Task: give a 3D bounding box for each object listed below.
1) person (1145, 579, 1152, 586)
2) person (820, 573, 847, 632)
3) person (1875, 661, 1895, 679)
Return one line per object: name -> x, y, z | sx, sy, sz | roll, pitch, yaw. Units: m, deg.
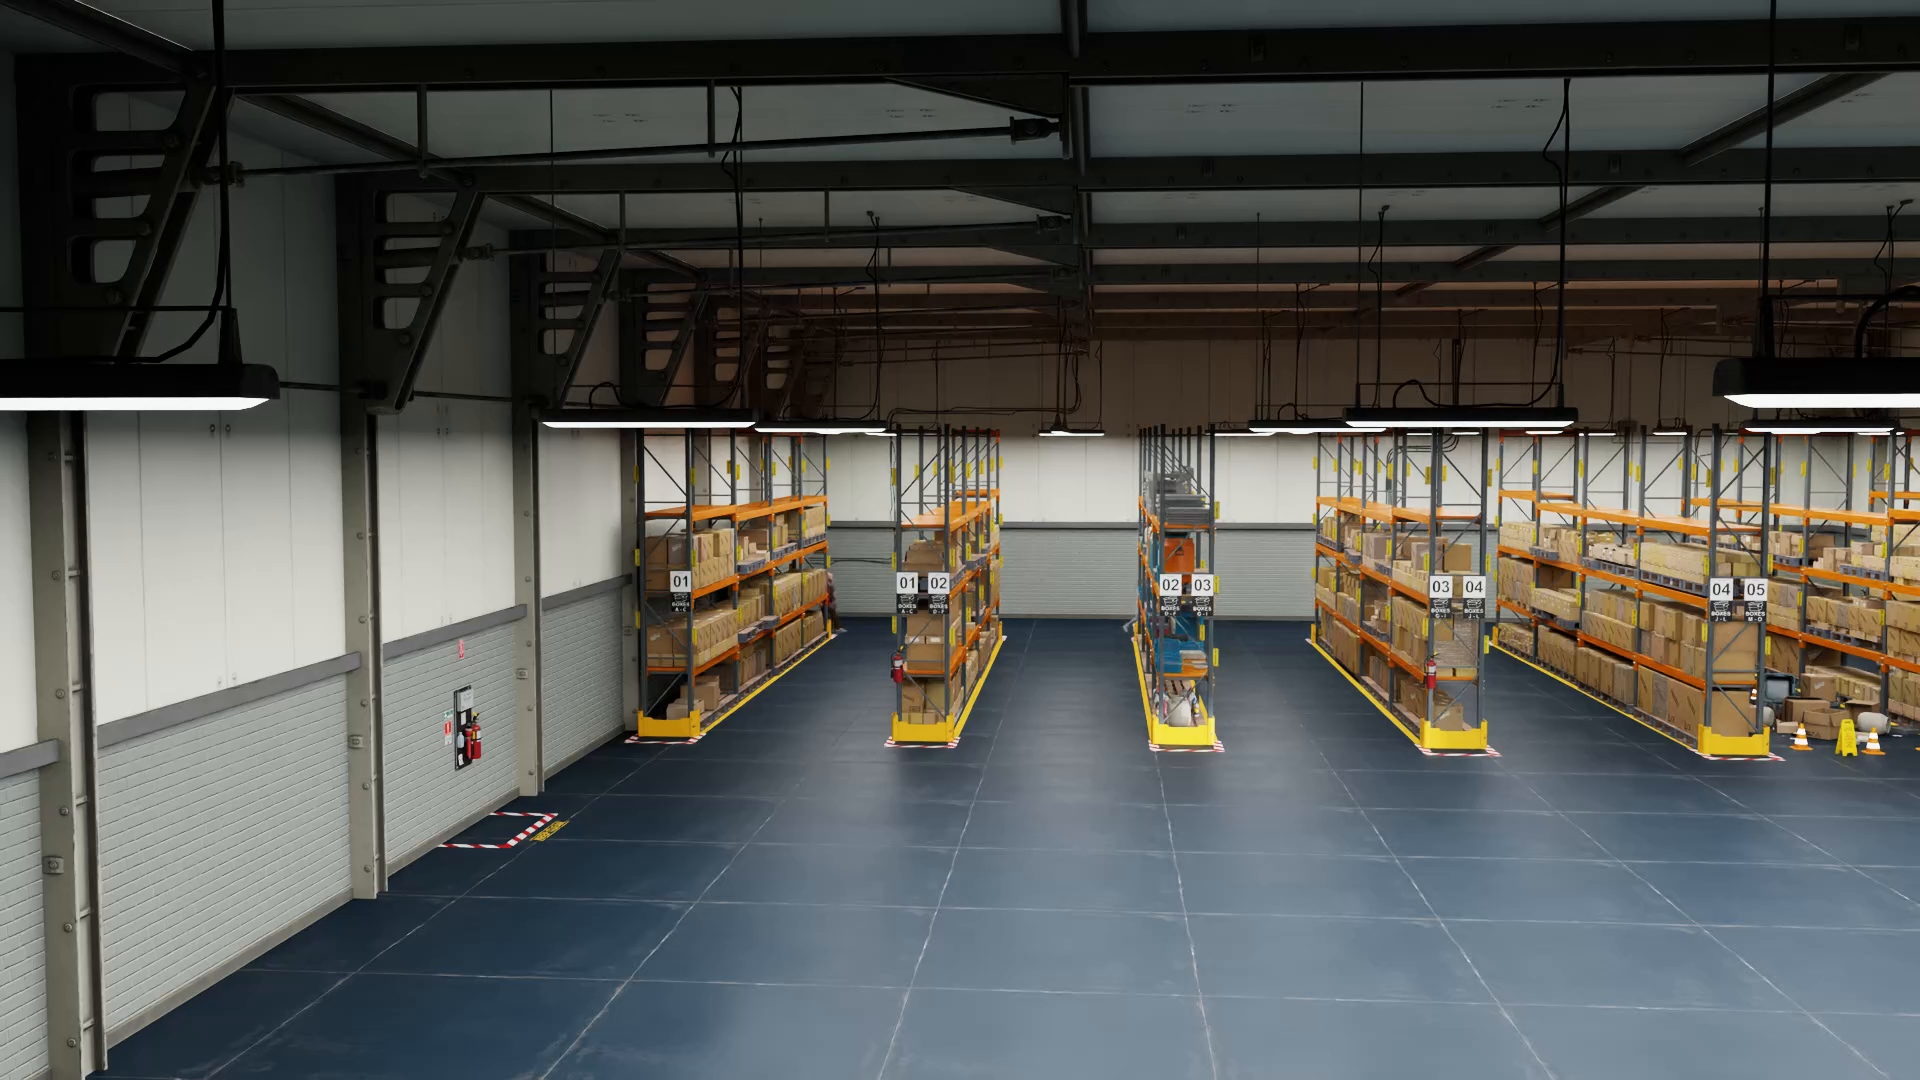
person -> 5.404, 1.934, 48.385 | 0.617, 1.668, 0.486 | 1, 4, 23
person -> -3.851, 1.845, 49.201 | 0.955, 1.745, 0.557 | -1, 4, -10
person -> 21.932, 2.423, 39.294 | 0.524, 1.761, 0.524 | 0, 3, -7
